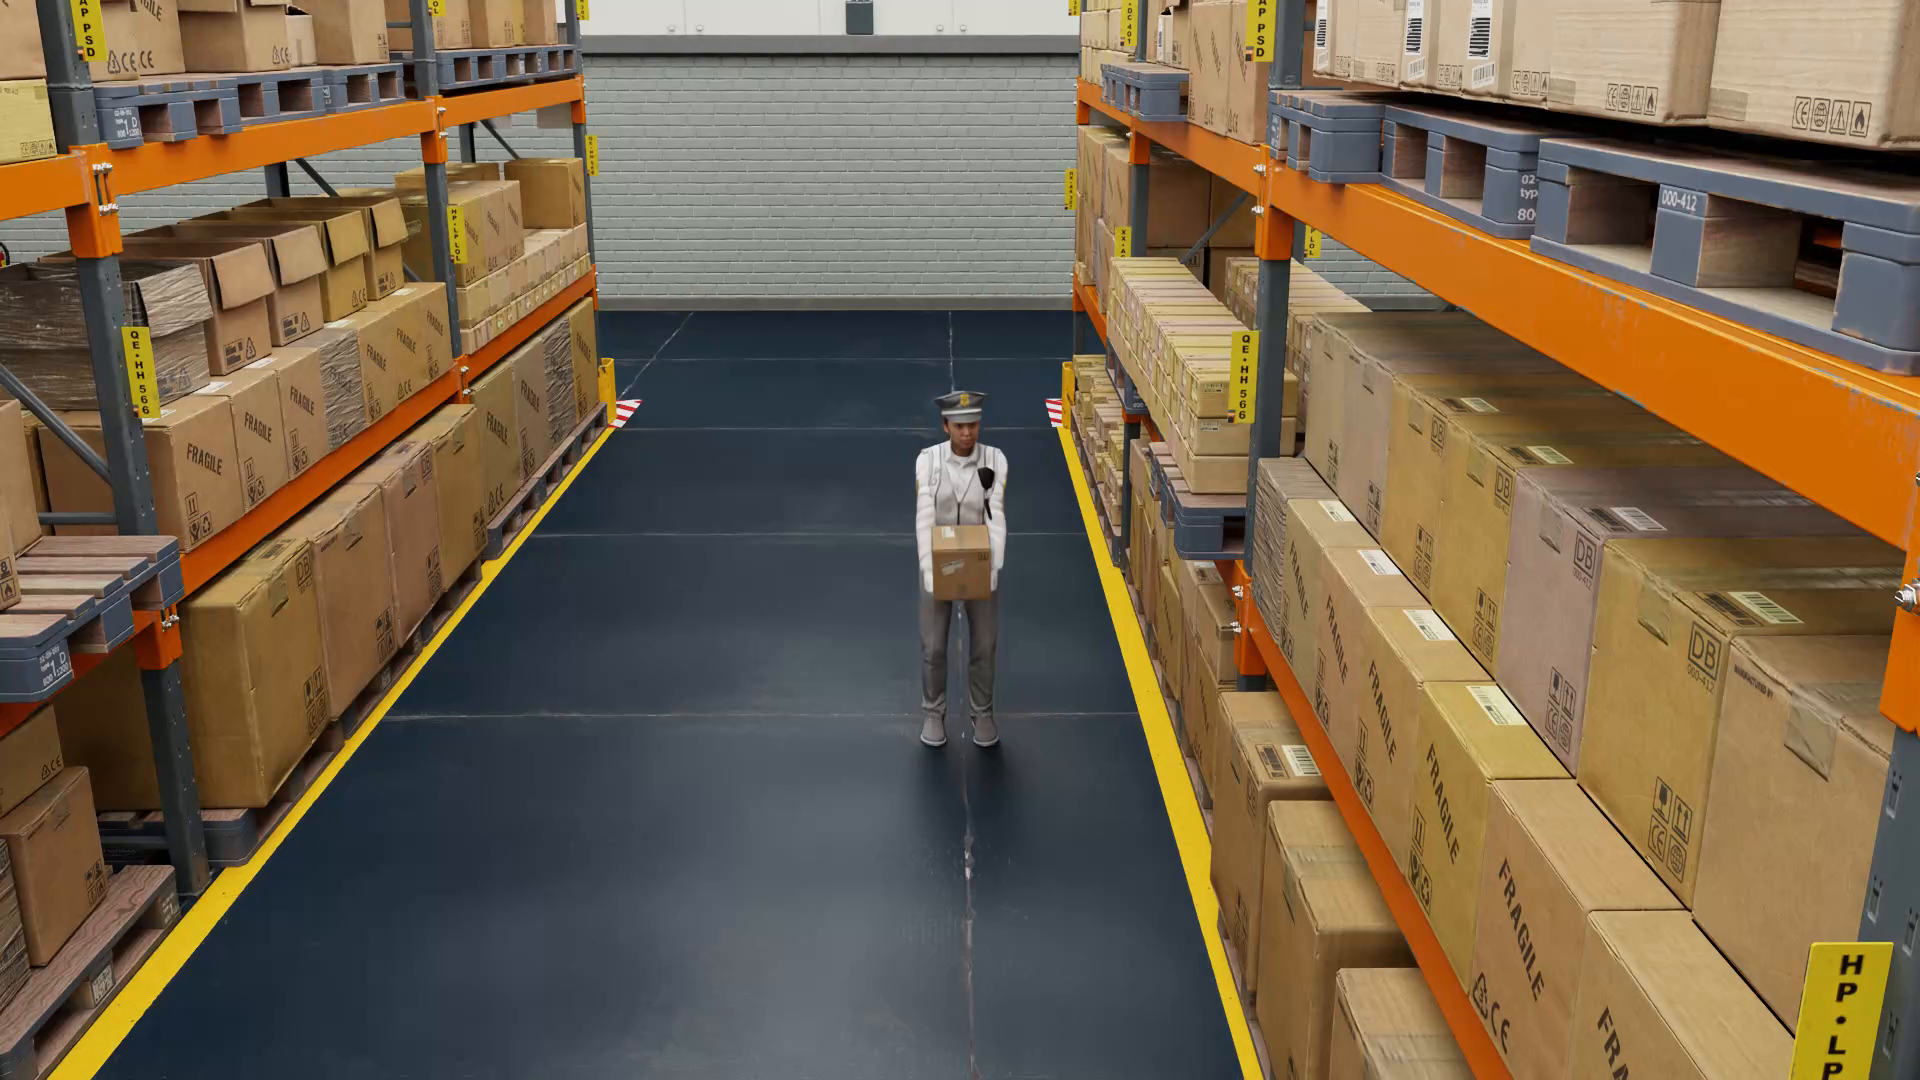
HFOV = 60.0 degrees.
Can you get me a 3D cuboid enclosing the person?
[{"bbox_3d":[0.008,0.145,7.561,0.417,1.682,0.528,-1,17,-3],"label":"person"}]
